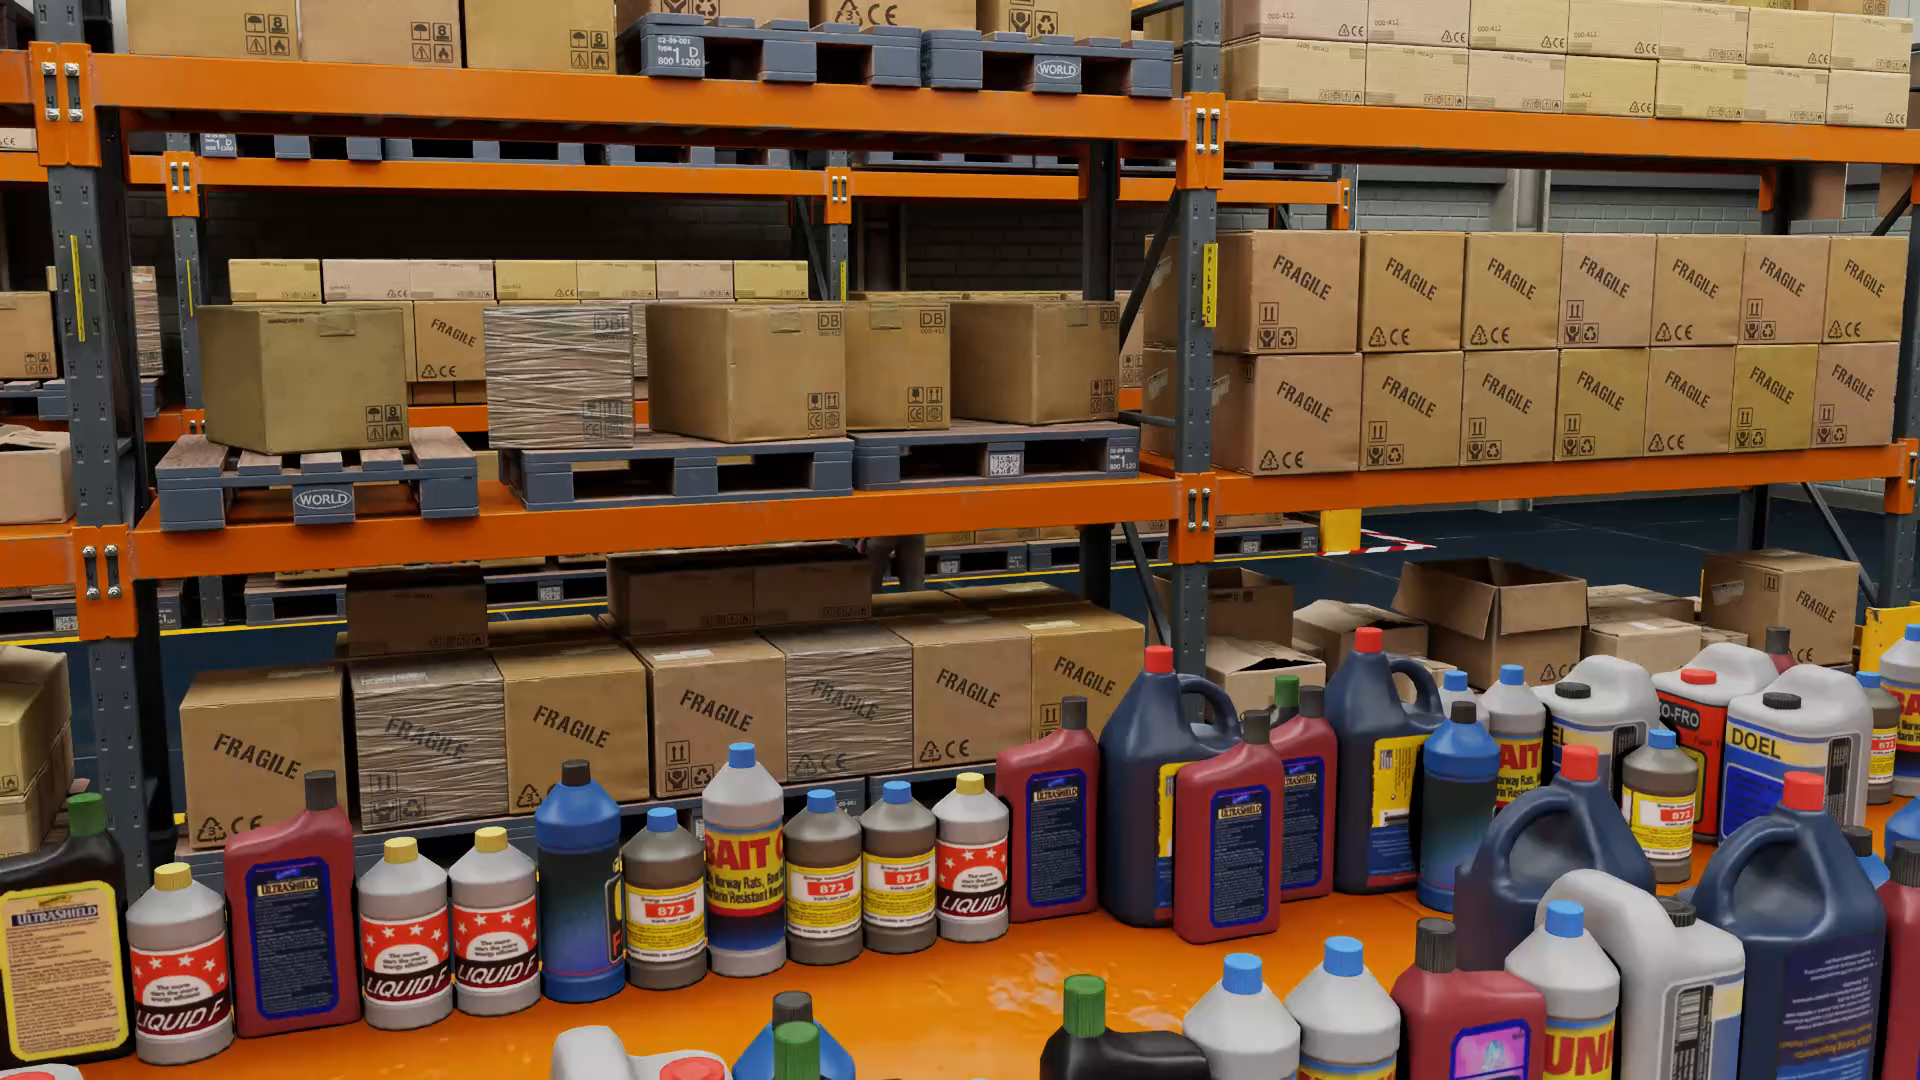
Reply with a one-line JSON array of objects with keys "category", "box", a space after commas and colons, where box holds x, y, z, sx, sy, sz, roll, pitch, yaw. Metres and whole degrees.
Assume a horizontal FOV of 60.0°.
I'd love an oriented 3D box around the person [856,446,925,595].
[{"category": "person", "box": [-0.349, -0.027, 8.578, 0.445, 1.594, 0.514, -6, 11, -33]}]
